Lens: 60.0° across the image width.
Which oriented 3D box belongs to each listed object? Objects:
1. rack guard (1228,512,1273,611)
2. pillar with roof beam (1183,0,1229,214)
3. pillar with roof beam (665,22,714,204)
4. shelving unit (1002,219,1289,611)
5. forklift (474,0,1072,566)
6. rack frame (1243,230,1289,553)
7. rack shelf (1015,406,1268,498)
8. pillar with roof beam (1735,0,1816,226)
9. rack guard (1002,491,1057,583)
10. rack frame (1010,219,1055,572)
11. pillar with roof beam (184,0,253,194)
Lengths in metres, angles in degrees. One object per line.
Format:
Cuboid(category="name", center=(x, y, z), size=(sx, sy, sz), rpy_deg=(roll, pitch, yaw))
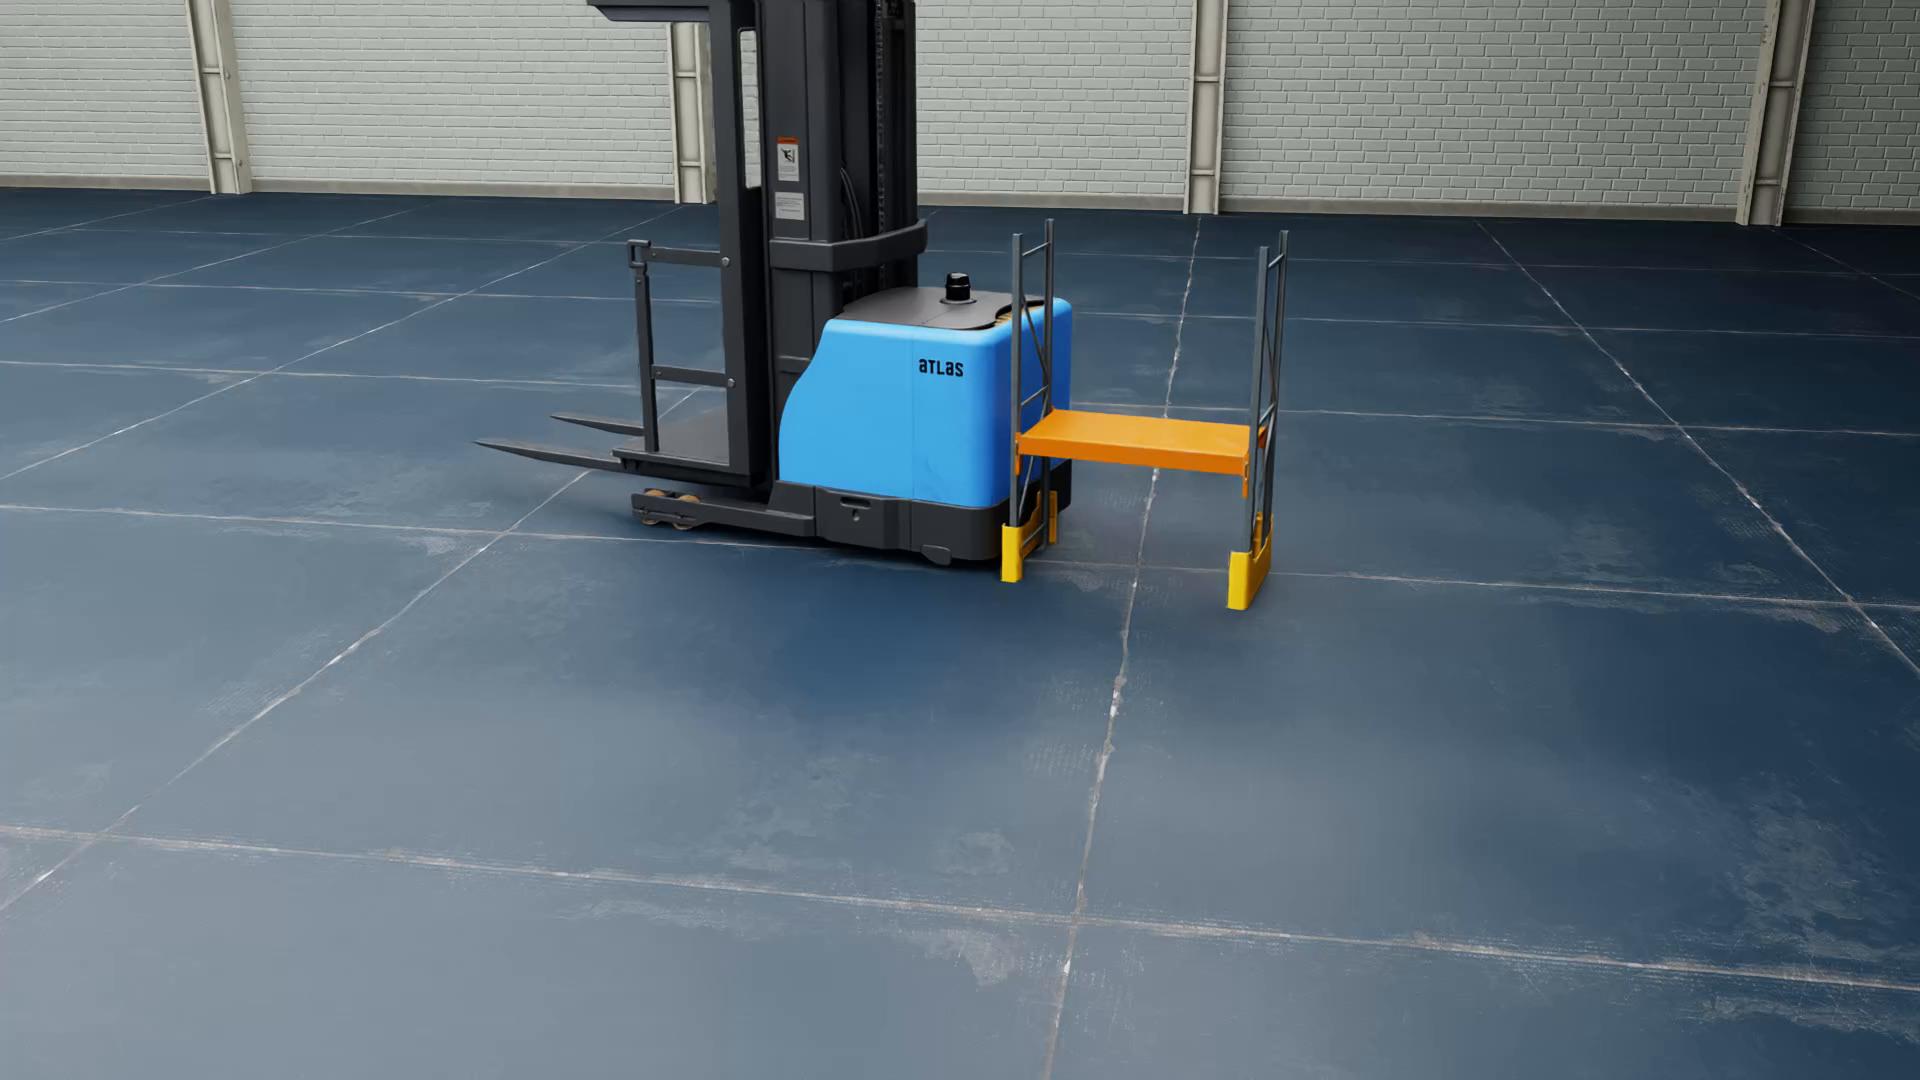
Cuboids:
Cuboid(category="rack guard", center=(1.252, 0.086, 7.153), size=(0.087, 0.250, 0.587), rpy_deg=(7, 20, 19))
Cuboid(category="pillar with roof beam", center=(2.070, -6.661, 13.529), size=(0.400, 9.000, 9.100), rpy_deg=(3, 19, 9))
Cuboid(category="pillar with roof beam", center=(-3.854, -6.963, 14.432), size=(0.400, 9.000, 9.100), rpy_deg=(3, 19, 9))
Cuboid(category="shelving unit", center=(0.784, -0.561, 7.116), size=(1.083, 1.500, 0.587), rpy_deg=(7, 20, 19))
Cuboid(category="forklift", center=(-1.016, -1.577, 7.897), size=(3.031, 2.935, 1.130), rpy_deg=(9, 20, 24))
Cuboid(category="rack frame", center=(1.270, -0.505, 6.948), size=(0.032, 1.500, 0.500), rpy_deg=(7, 20, 19))
Cuboid(category="rack shelf", center=(0.793, -0.389, 7.170), size=(1.000, 0.185, 0.538), rpy_deg=(7, 20, 19))
Cuboid(category="pillar with roof beam", center=(7.994, -6.359, 12.627), size=(0.400, 9.000, 9.100), rpy_deg=(3, 19, 9))
Cuboid(category="rack guard", center=(0.316, -0.022, 7.475), size=(0.087, 0.250, 0.587), rpy_deg=(7, 20, 19))
Cuboid(category="rack frame", center=(0.315, -0.615, 7.277), size=(0.032, 1.500, 0.500), rpy_deg=(7, 20, 19))
Cuboid(category="pillar with roof beam", center=(-9.778, -7.265, 15.334), size=(0.400, 9.000, 9.100), rpy_deg=(3, 19, 9))
